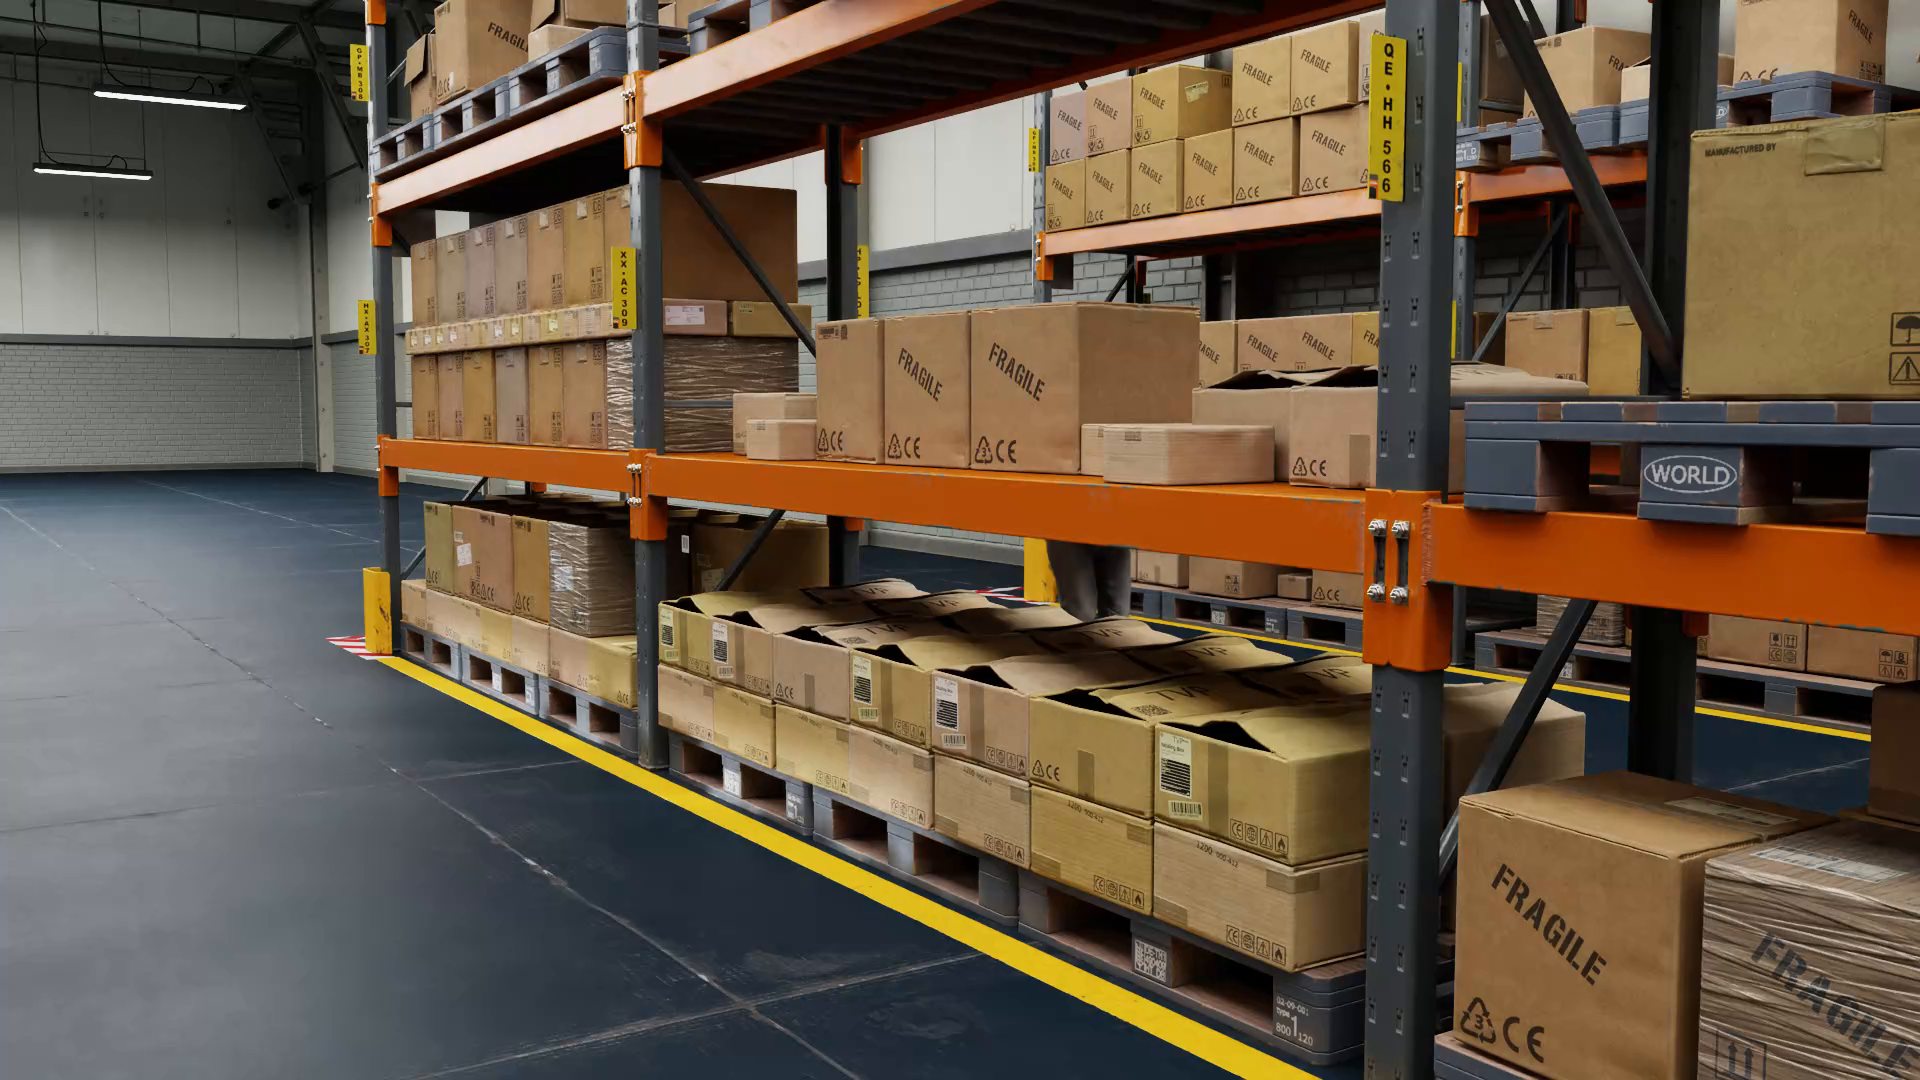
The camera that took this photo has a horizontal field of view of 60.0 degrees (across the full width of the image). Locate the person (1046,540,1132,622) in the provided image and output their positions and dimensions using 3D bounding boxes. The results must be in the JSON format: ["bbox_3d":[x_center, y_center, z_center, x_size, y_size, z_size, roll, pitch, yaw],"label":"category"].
[{"bbox_3d":[0.679,-0.017,7.918,0.494,1.762,0.555,-3,6,-33],"label":"person"}]
